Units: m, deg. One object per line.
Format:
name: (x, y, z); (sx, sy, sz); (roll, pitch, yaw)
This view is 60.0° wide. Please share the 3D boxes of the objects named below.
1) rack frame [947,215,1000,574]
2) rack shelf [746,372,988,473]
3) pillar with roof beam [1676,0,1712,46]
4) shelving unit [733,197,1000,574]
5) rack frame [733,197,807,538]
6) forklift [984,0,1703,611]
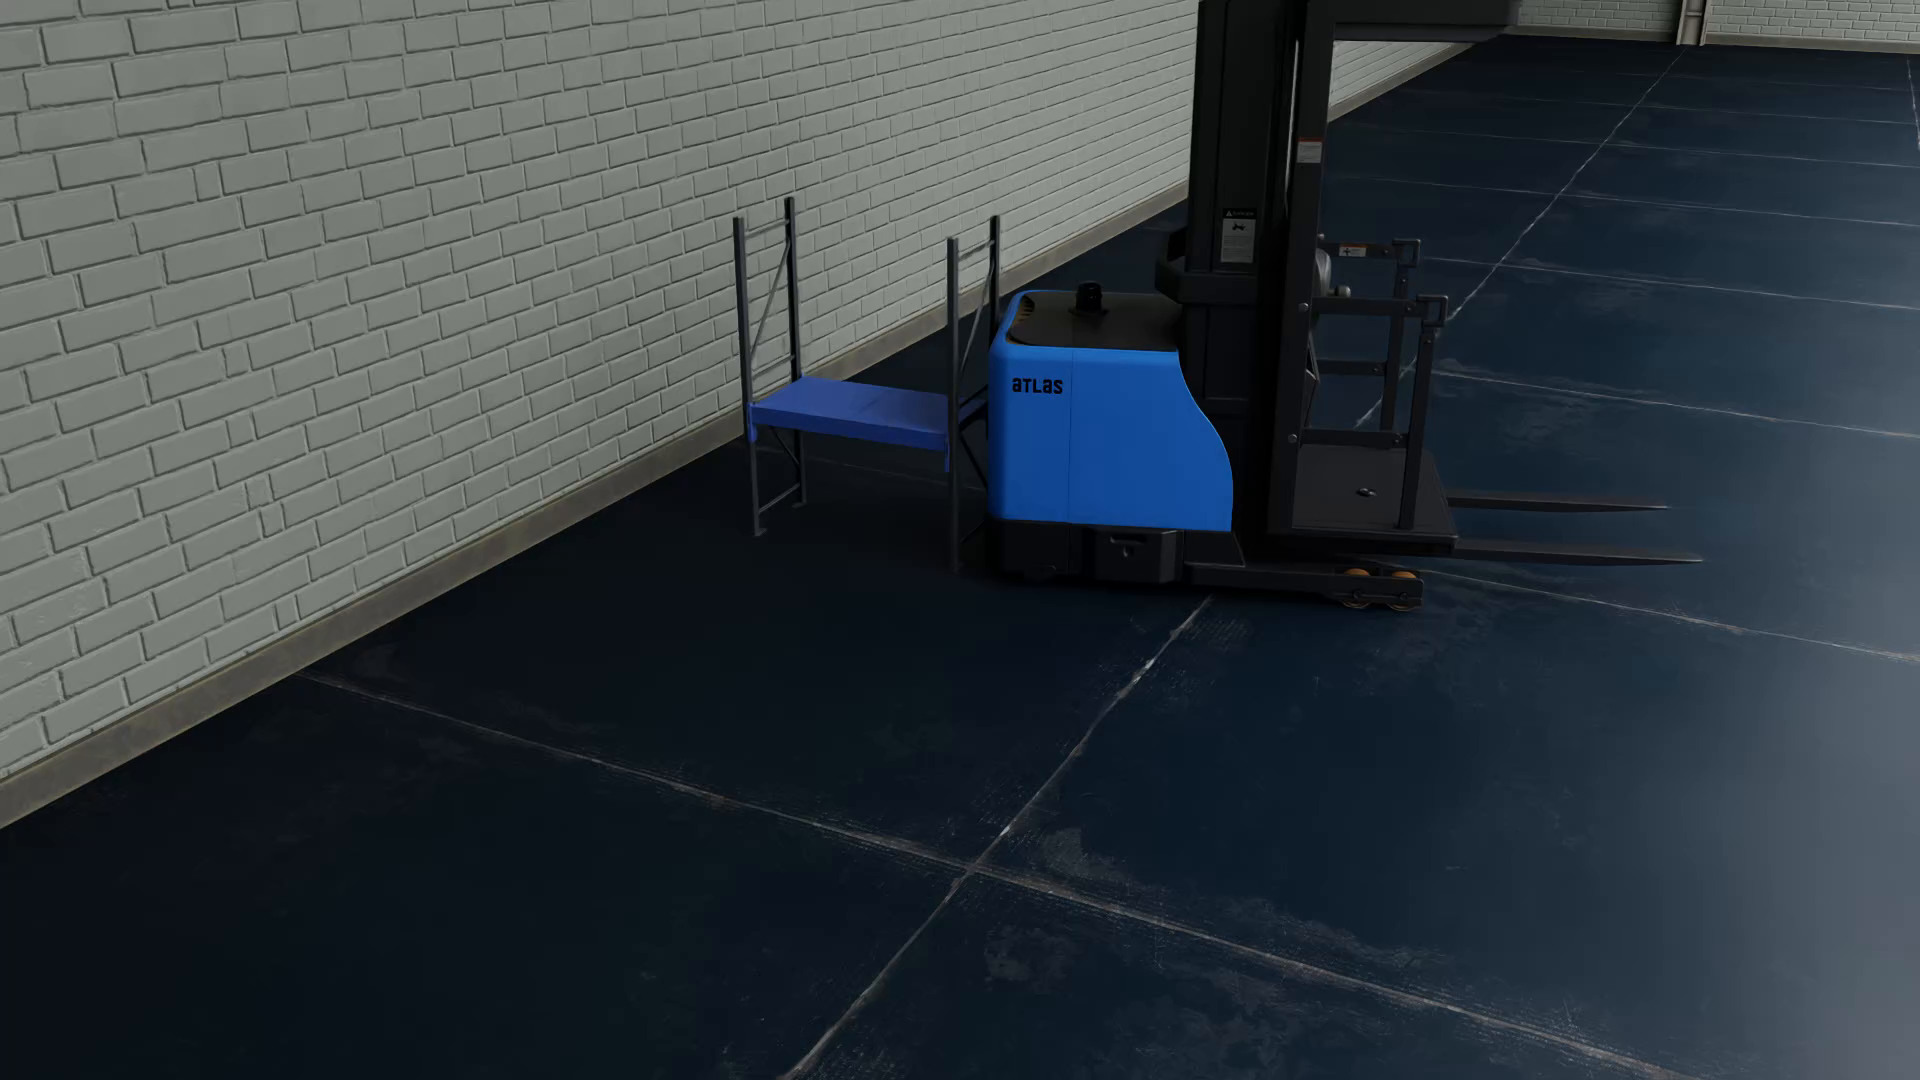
rack frame: (0.061, -0.632, 7.320); (0.032, 1.500, 0.500); (10, 25, 22)
rack shelf: (-0.405, -0.546, 7.578); (1.000, 0.185, 0.538); (10, 25, 22)
pillar with roof beam: (9.460, -10.386, 20.673); (0.400, 9.000, 9.100); (11, 25, 25)
shelving unit: (-0.405, -0.712, 7.507); (1.048, 1.500, 0.538); (10, 25, 22)
rack frame: (-0.871, -0.791, 7.694); (0.032, 1.500, 0.500); (10, 25, 22)
forklift: (1.667, -1.269, 6.990); (3.031, 2.935, 1.130); (3, 23, 8)
